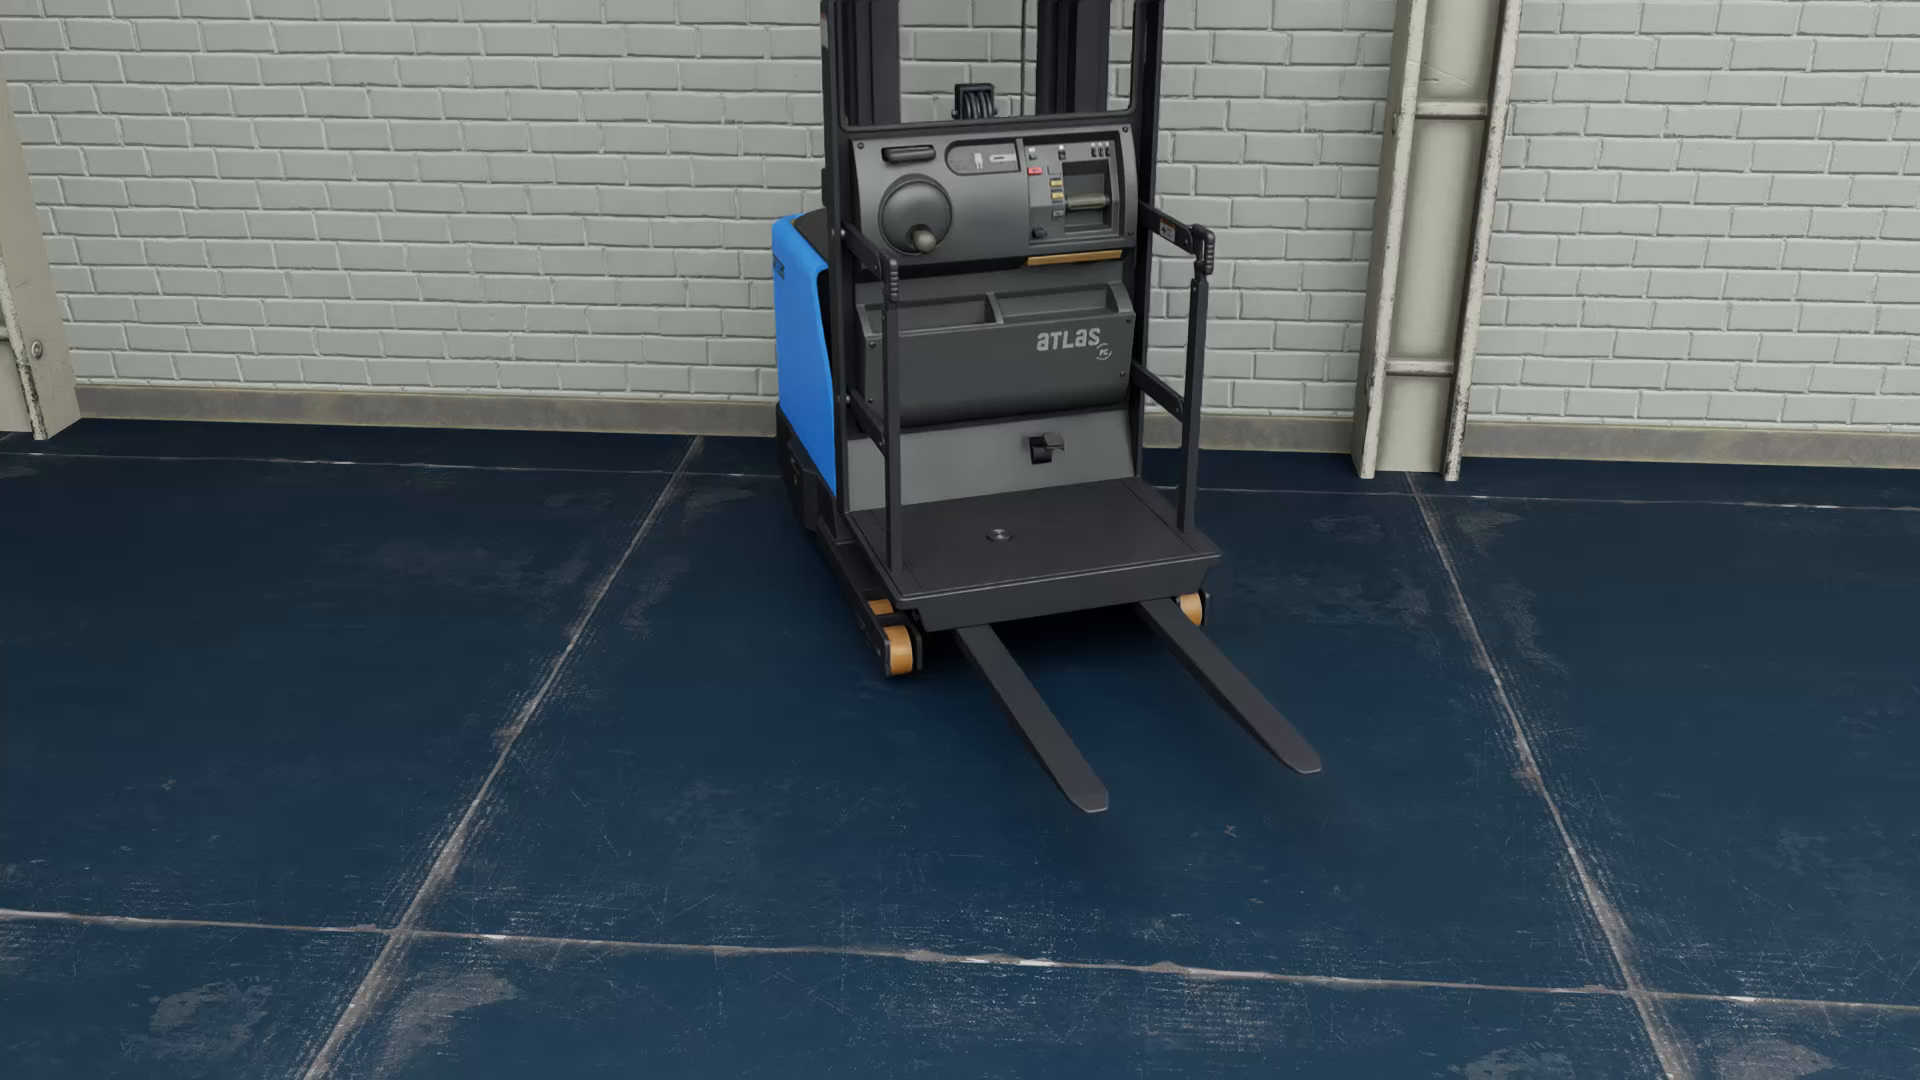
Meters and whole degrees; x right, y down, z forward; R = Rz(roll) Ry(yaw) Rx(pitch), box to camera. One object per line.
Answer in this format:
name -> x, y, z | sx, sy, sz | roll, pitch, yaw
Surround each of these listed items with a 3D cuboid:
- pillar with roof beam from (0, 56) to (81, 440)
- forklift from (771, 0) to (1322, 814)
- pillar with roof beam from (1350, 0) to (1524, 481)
pillar with roof beam -> -4.467, -2.797, 1.563 | 0.400, 9.000, 9.100 | 2, 25, 4
forklift -> 0.187, -1.083, 5.097 | 1.130, 2.935, 3.031 | -7, 26, -16
pillar with roof beam -> 1.515, -2.605, 1.146 | 0.400, 9.000, 9.100 | 2, 25, 4
